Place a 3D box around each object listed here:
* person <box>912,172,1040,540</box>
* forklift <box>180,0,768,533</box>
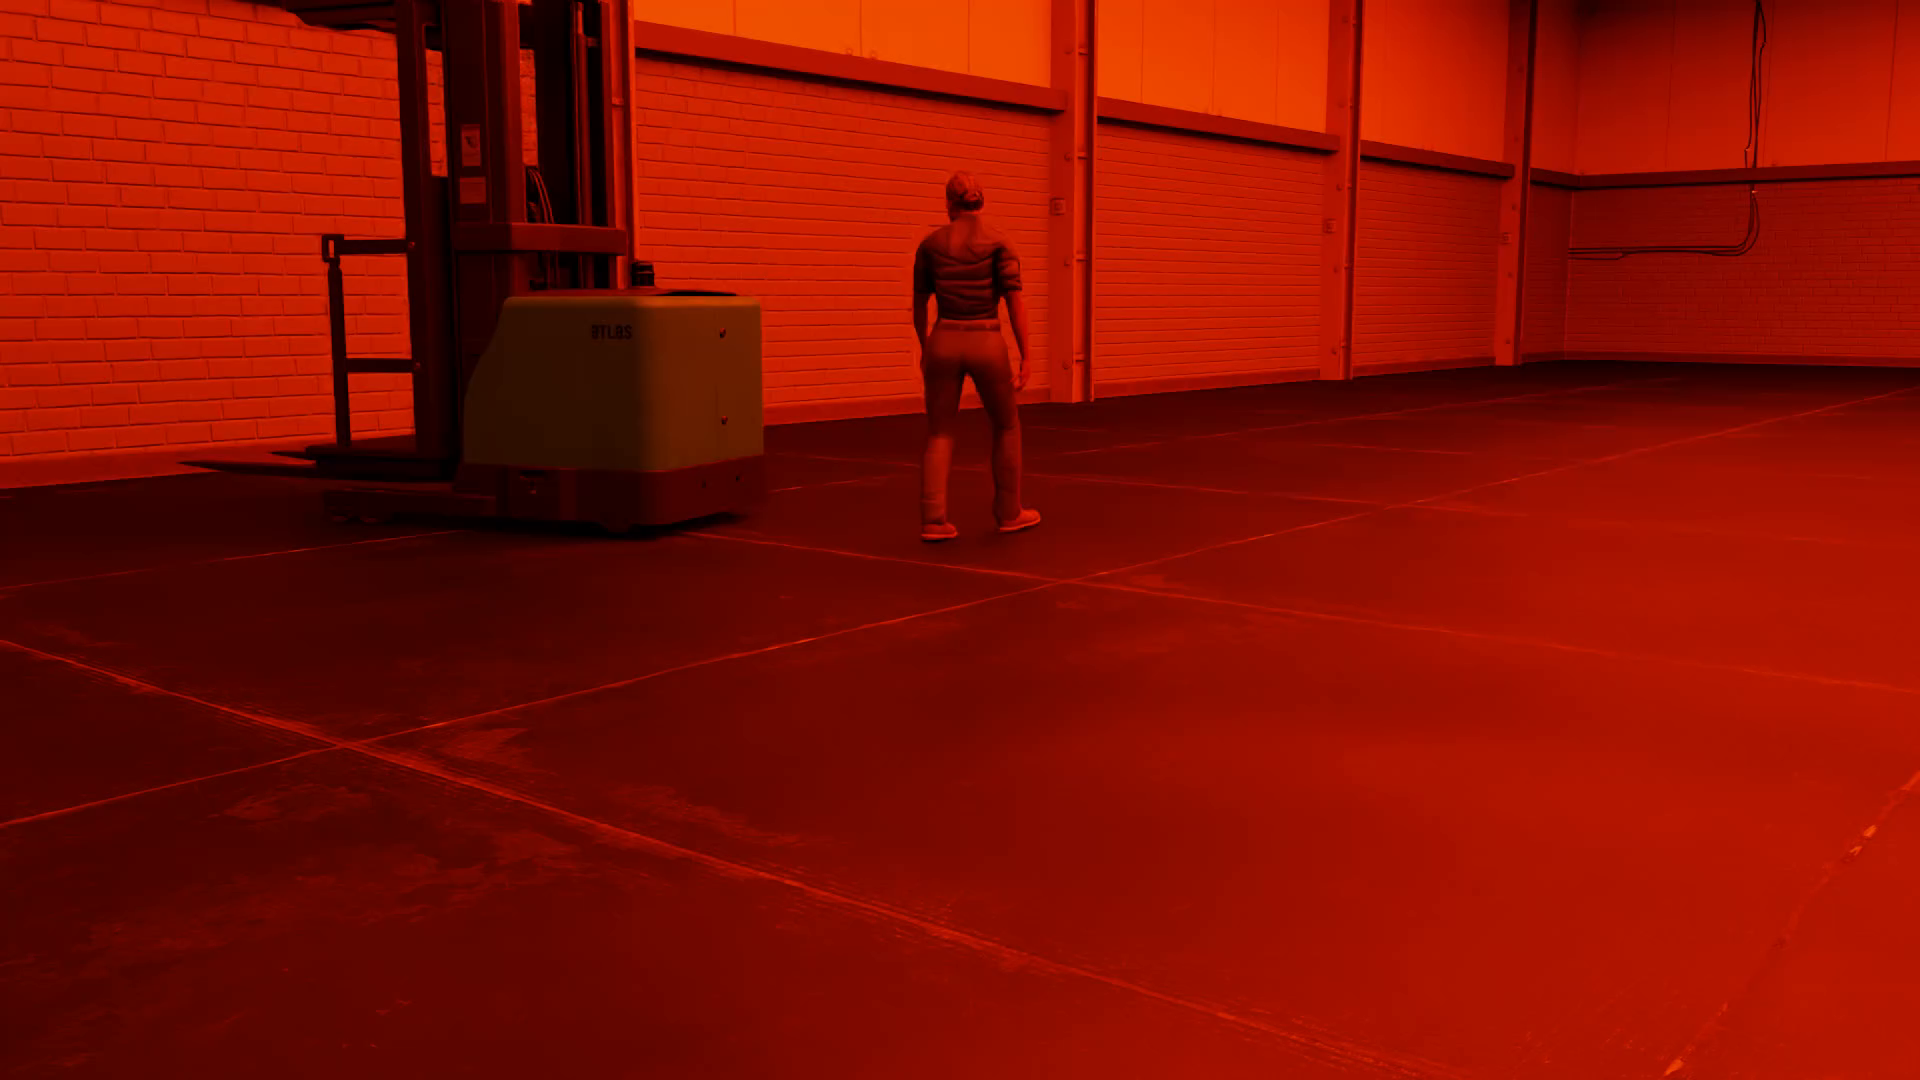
[{"bbox_3d":[0.054,-0.825,7.471,0.569,1.622,0.650,2,9,12],"label":"person"},{"bbox_3d":[-2.519,-1.593,8.166,3.031,2.935,1.130,3,9,22],"label":"forklift"}]
